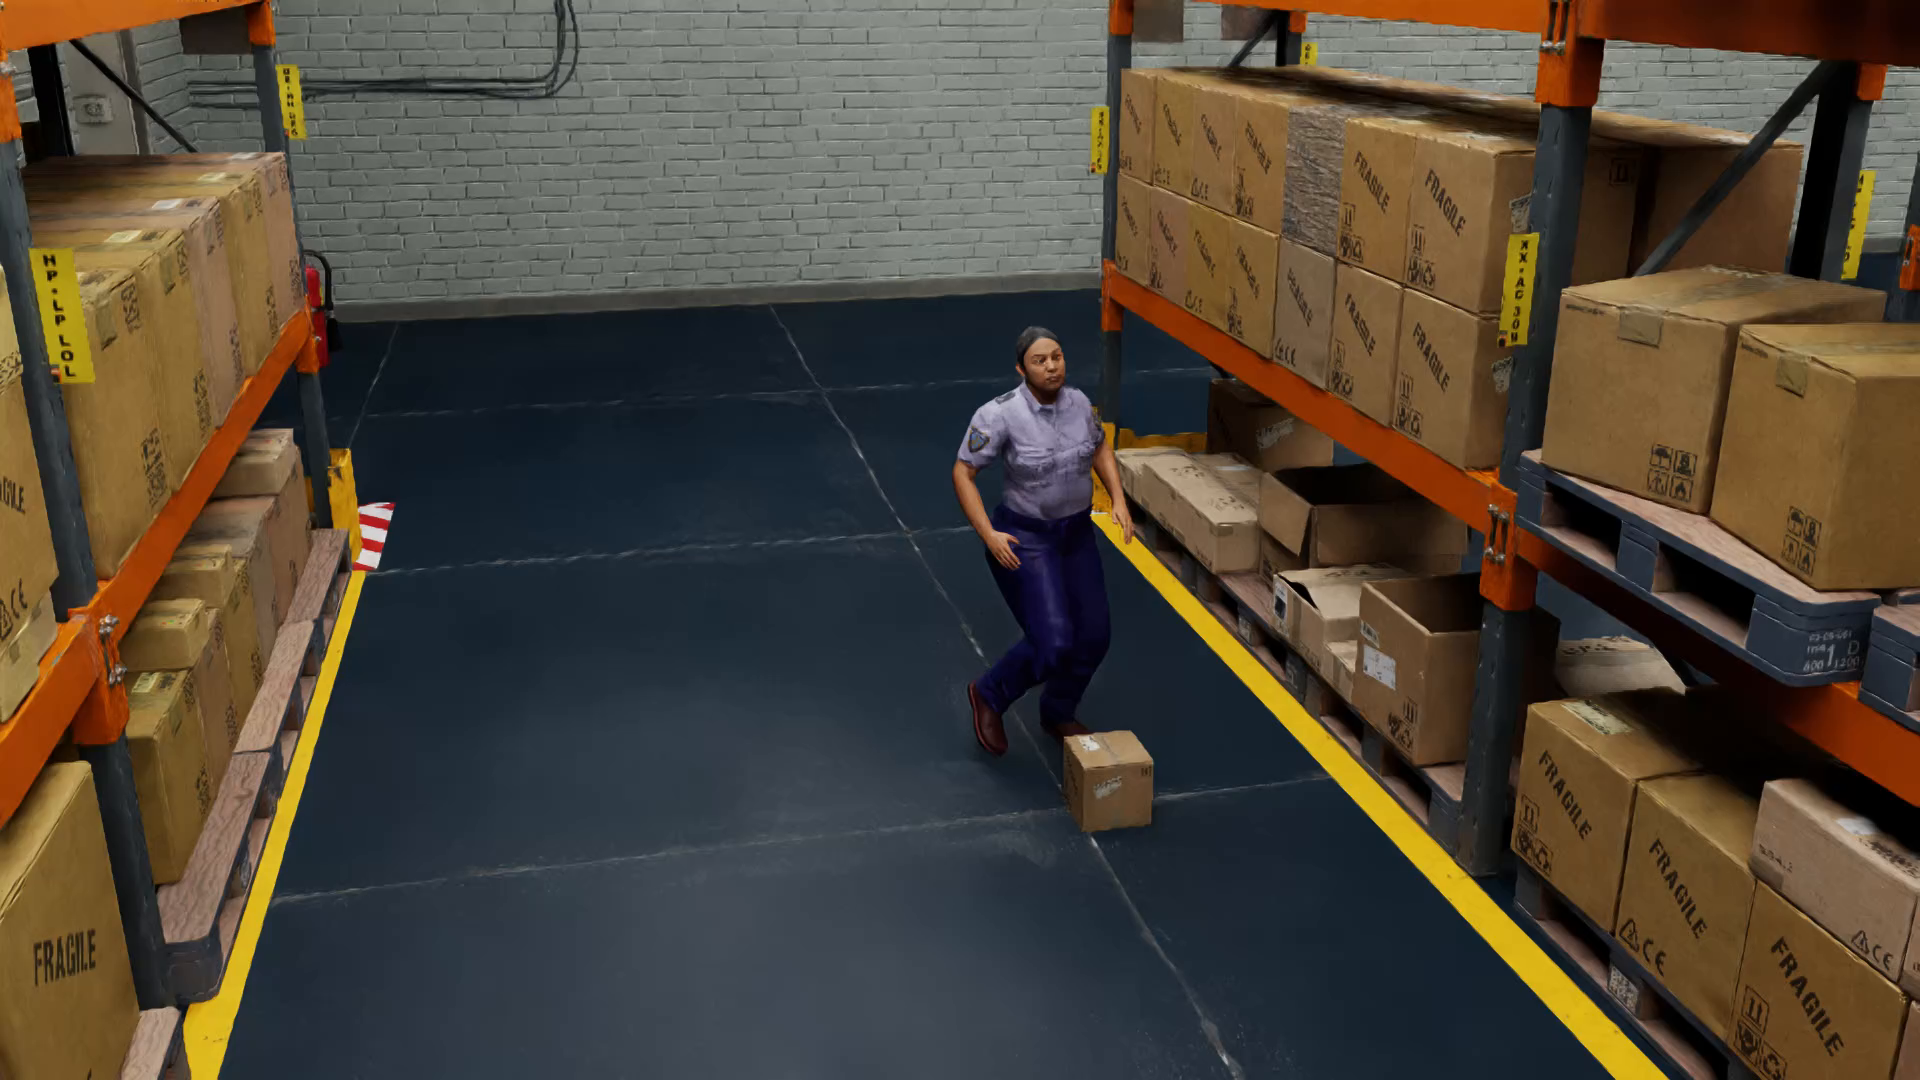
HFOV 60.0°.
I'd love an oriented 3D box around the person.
[{"bbox_3d":[0.350,0.027,6.074,0.663,1.602,0.485,-16,25,-37],"label":"person"}]
